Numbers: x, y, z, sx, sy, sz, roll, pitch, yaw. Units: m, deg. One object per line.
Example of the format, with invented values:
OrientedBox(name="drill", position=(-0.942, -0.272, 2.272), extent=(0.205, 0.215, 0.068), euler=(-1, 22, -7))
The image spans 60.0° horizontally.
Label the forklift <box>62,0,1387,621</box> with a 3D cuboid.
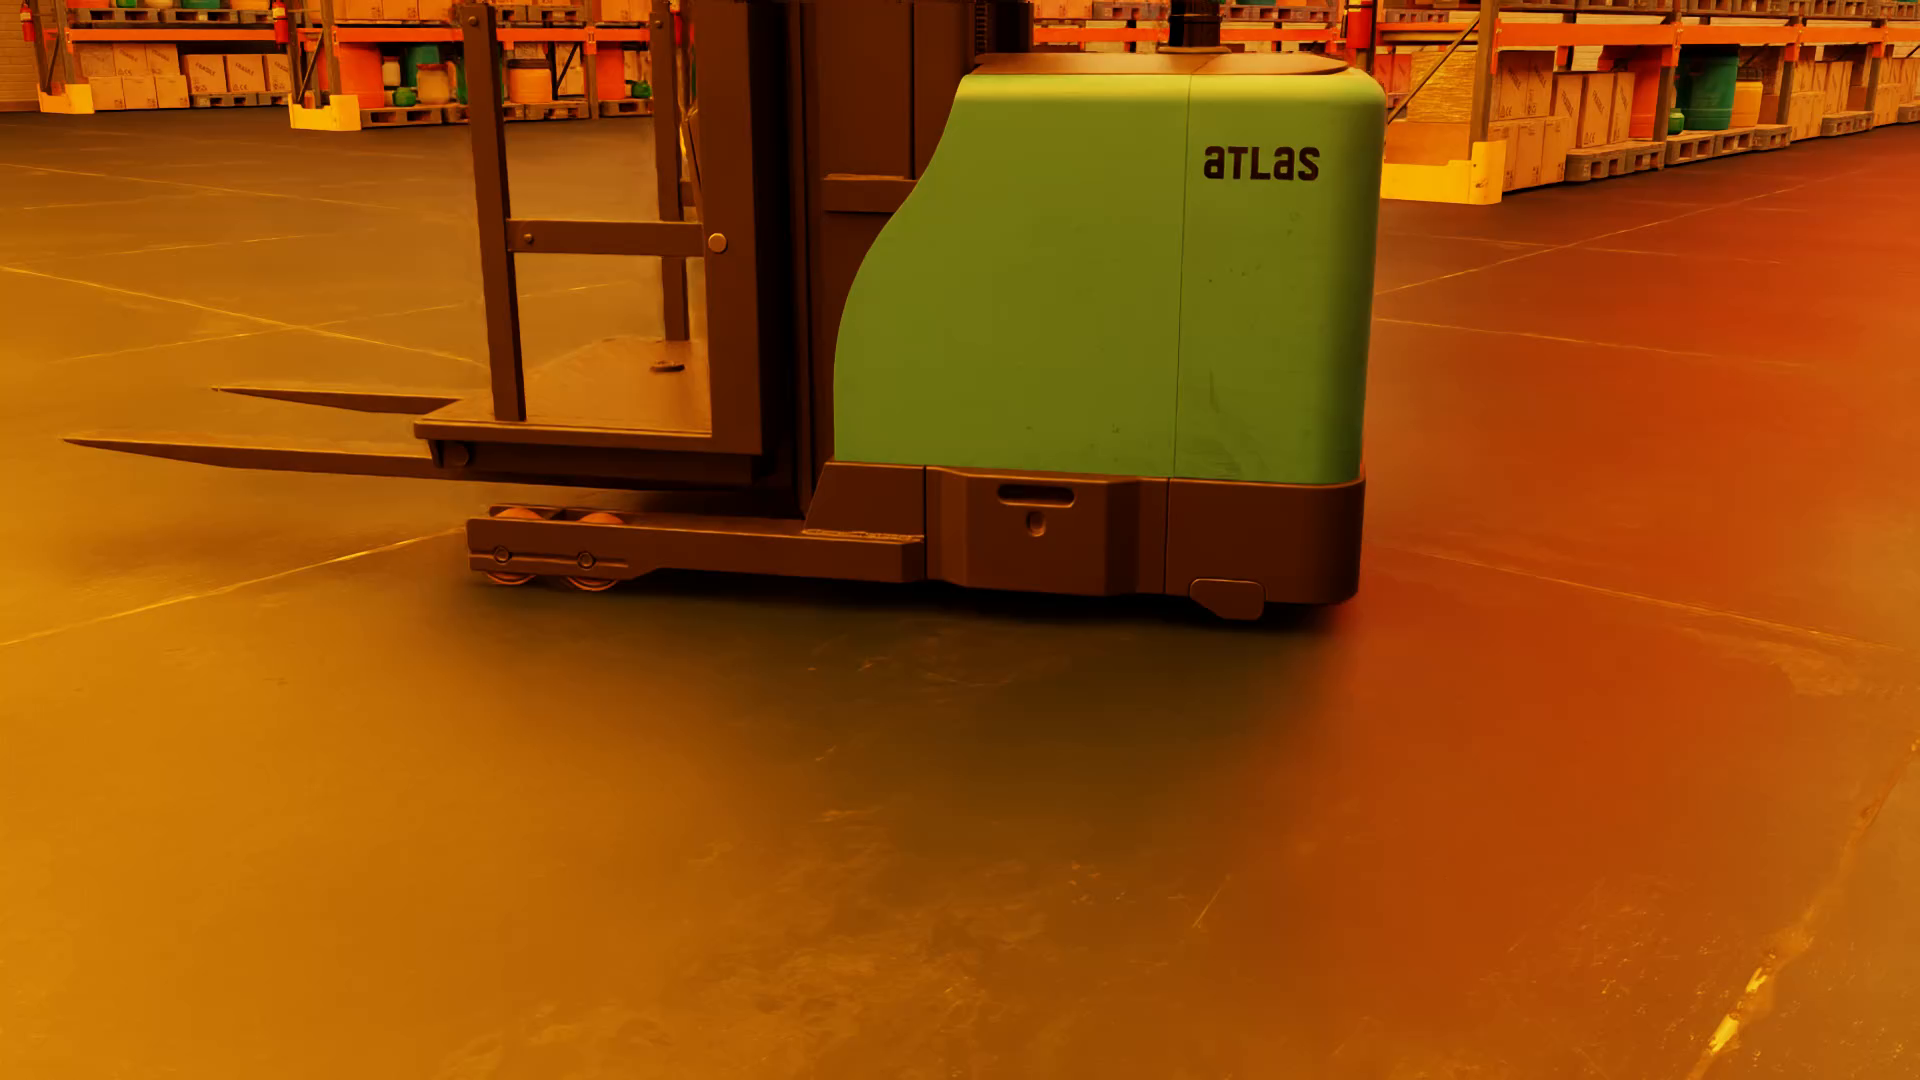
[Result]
OrientedBox(name="forklift", position=(-0.598, -1.438, 3.633), extent=(3.031, 2.935, 1.130), euler=(3, 17, 11))
